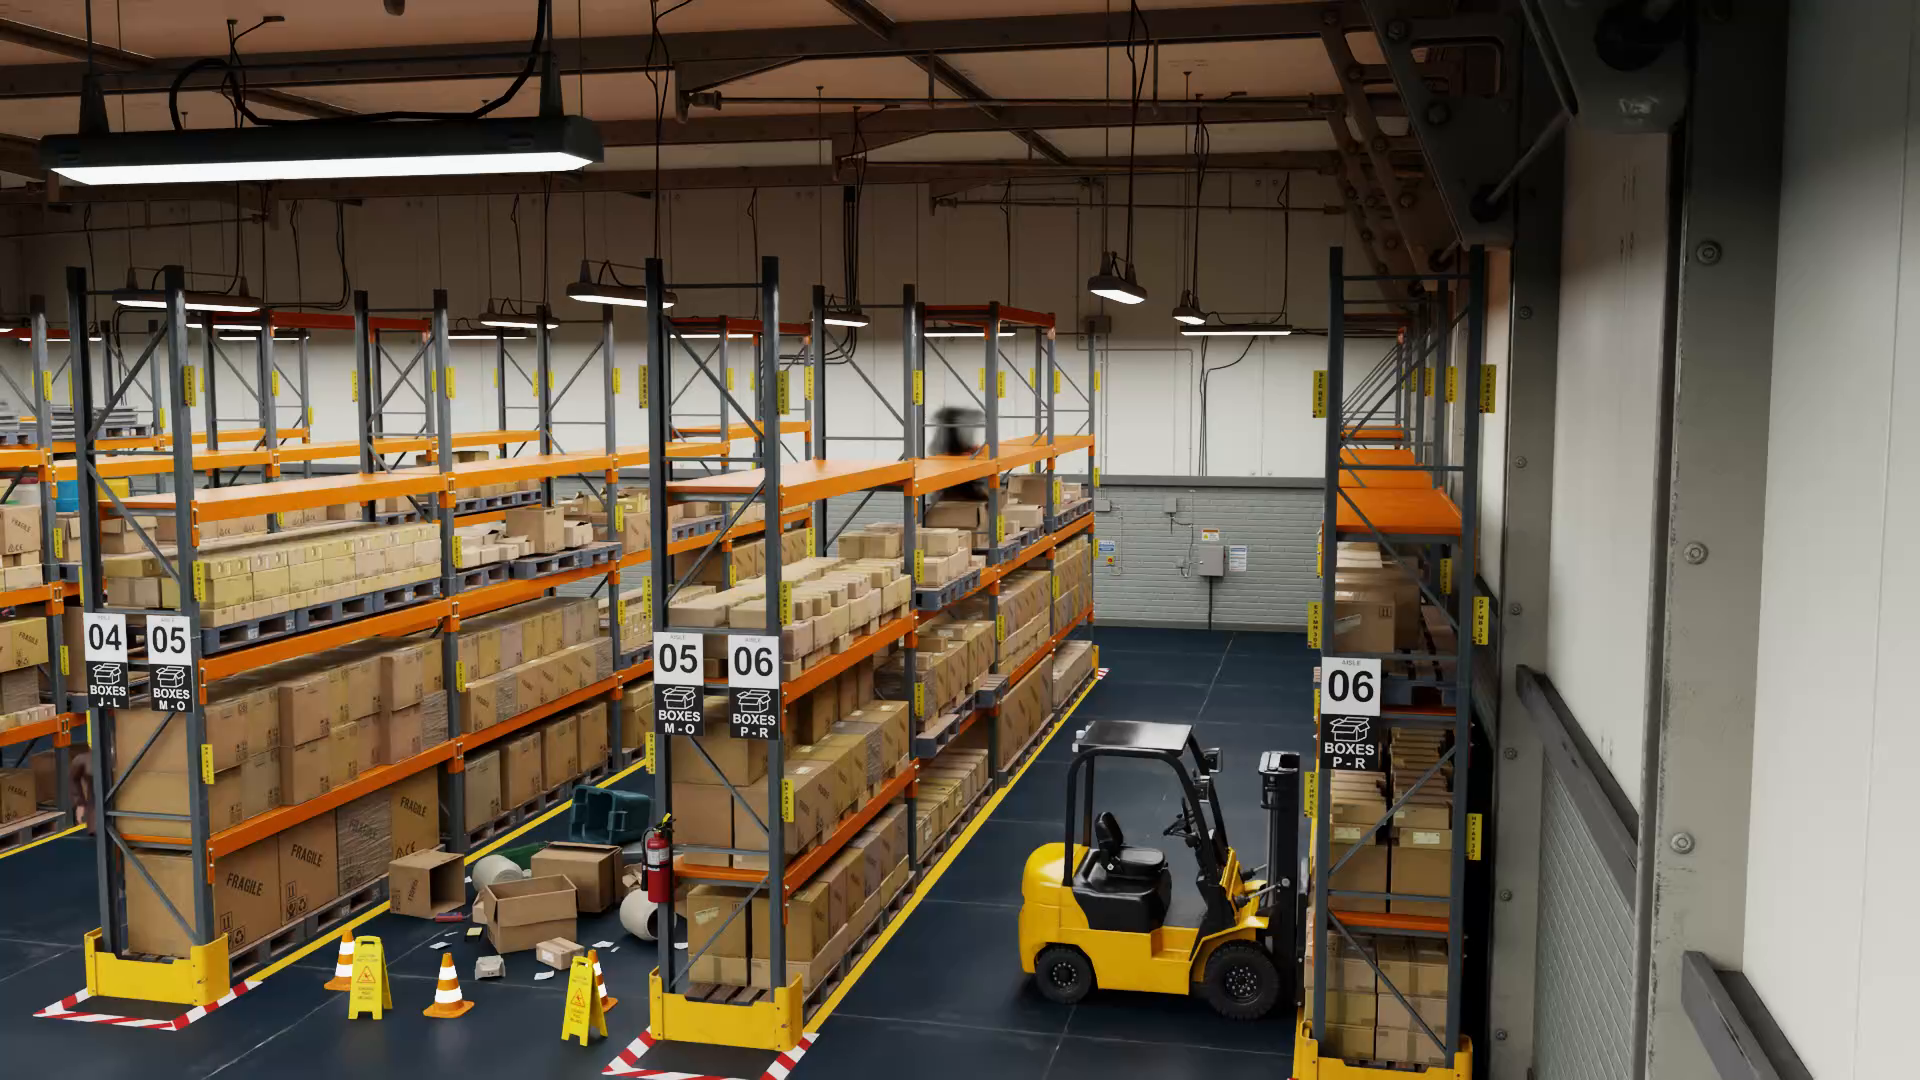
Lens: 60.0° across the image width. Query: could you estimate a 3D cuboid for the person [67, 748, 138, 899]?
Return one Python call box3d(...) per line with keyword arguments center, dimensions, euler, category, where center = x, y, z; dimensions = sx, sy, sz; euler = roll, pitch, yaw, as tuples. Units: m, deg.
box3d(center=(-8.364, 2.698, 16.427), dimensions=(0.724, 1.726, 0.898), euler=(-5, 7, -39), category="person")
